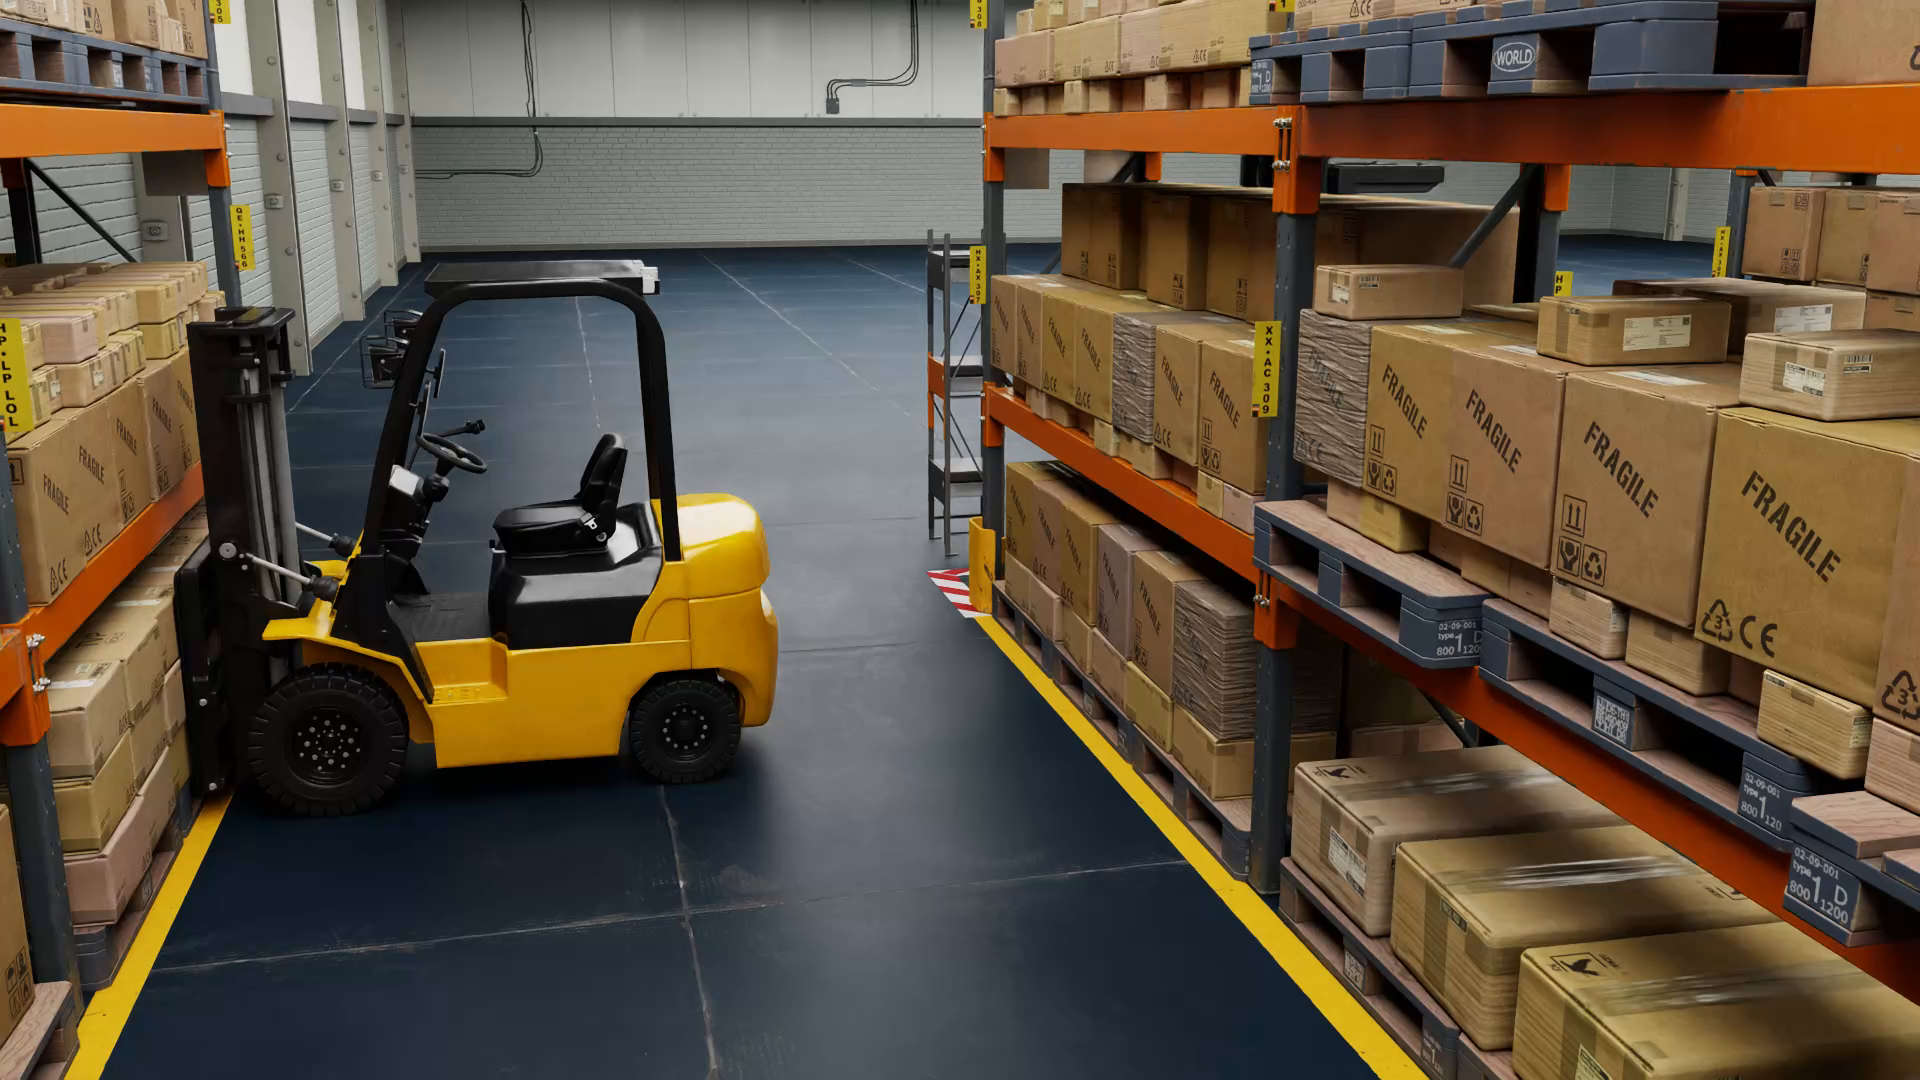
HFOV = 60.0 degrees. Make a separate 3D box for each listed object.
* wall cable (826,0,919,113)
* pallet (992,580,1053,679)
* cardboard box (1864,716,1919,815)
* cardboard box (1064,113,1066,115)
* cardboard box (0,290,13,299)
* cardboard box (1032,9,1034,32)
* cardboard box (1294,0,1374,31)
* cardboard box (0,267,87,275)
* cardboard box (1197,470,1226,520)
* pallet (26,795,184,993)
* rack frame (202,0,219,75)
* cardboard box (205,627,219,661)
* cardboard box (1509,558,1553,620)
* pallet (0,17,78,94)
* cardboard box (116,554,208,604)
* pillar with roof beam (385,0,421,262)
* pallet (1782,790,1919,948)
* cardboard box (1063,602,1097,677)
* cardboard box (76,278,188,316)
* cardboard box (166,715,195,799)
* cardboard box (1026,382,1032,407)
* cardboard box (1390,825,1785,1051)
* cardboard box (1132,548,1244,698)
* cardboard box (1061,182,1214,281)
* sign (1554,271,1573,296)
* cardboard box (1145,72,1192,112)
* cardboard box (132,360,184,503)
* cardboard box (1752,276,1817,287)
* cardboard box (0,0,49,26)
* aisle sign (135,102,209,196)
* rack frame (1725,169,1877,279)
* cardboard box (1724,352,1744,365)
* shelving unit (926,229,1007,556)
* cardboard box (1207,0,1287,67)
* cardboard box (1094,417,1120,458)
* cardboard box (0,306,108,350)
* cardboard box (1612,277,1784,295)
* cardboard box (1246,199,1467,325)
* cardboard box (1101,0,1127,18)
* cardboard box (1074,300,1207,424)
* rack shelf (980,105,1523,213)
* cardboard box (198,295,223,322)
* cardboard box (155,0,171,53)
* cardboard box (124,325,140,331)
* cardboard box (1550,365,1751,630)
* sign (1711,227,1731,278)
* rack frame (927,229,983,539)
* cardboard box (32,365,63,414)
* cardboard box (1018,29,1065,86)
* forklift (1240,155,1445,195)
[{"bbox_3d":[-2.125,-13.393,40.118,2.305,6.003,0.169,-3,14,-13],"label":"wall cable"},{"bbox_3d":[0.806,0.446,9.155,1.003,0.211,1.213,-3,14,-13],"label":"pallet"},{"bbox_3d":[1.918,0.414,3.056,0.380,0.149,0.250,-4,14,-16],"label":"cardboard box"},{"bbox_3d":[0.720,-2.120,7.994,0.380,0.149,0.250,-4,14,-15],"label":"cardboard box"},{"bbox_3d":[-3.985,-0.898,6.578,0.380,0.149,0.250,-3,14,-13],"label":"cardboard box"},{"bbox_3d":[0.592,-2.687,8.633,0.380,0.149,0.250,-3,14,-13],"label":"cardboard box"},{"bbox_3d":[1.319,-1.623,4.862,0.500,0.250,0.500,-4,14,-15],"label":"cardboard box"},{"bbox_3d":[-4.319,-1.191,7.779,0.380,0.149,0.250,-3,14,-11],"label":"cardboard box"},{"bbox_3d":[1.134,-0.185,6.391,0.380,0.149,0.250,-3,14,-12],"label":"cardboard box"},{"bbox_3d":[-3.399,1.254,5.849,1.003,0.211,1.213,-3,14,-13],"label":"pallet"},{"bbox_3d":[-4.192,-3.752,7.823,1.000,3.000,0.127,-3,14,-13],"label":"rack frame"},{"bbox_3d":[-3.411,0.496,6.932,0.500,0.250,0.500,-3,14,-13],"label":"cardboard box"},{"bbox_3d":[1.661,0.109,4.305,0.380,0.149,0.250,-3,14,-13],"label":"cardboard box"},{"bbox_3d":[-3.478,-1.524,5.212,1.003,0.211,1.213,-3,14,-13],"label":"pallet"},{"bbox_3d":[-3.415,0.248,6.894,0.500,0.250,0.500,-4,14,-14],"label":"cardboard box"},{"bbox_3d":[-7.766,-10.702,36.270,9.100,9.000,0.400,-3,14,-13],"label":"pillar with roof beam"},{"bbox_3d":[2.240,0.665,2.788,1.213,0.211,1.003,-3,14,-13],"label":"pallet"},{"bbox_3d":[0.806,0.462,8.126,0.500,0.250,0.500,-2,14,-9],"label":"cardboard box"},{"bbox_3d":[-3.572,-1.045,7.181,0.380,0.149,0.250,-3,14,-12],"label":"cardboard box"},{"bbox_3d":[-3.314,0.853,6.524,0.500,0.250,0.500,-3,14,-12],"label":"cardboard box"},{"bbox_3d":[0.567,-0.780,8.828,0.380,0.149,0.250,-4,14,-15],"label":"cardboard box"},{"bbox_3d":[1.869,1.167,4.983,0.950,0.372,0.625,-2,14,-10],"label":"cardboard box"},{"bbox_3d":[1.051,0.336,7.058,0.500,0.500,0.500,-3,14,-12],"label":"cardboard box"},{"bbox_3d":[0.964,-1.688,9.072,0.700,0.500,0.500,-4,14,-15],"label":"cardboard box"},{"bbox_3d":[2.110,-0.786,5.886,0.100,0.325,0.005,-3,14,-13],"label":"sign"},{"bbox_3d":[0.973,-1.821,6.771,0.380,0.149,0.250,-3,14,-12],"label":"cardboard box"},{"bbox_3d":[-3.459,-0.433,6.670,0.500,0.500,0.500,-3,14,-13],"label":"cardboard box"},{"bbox_3d":[5.551,-1.404,10.538,0.875,0.550,0.550,-3,14,-13],"label":"cardboard box"},{"bbox_3d":[-3.211,-1.787,5.192,0.500,0.311,0.500,-3,14,-12],"label":"cardboard box"},{"bbox_3d":[-3.922,-2.132,8.355,0.394,0.787,0.004,-3,14,-13],"label":"aisle sign"},{"bbox_3d":[5.420,-1.414,10.895,1.000,3.000,0.127,-3,14,-13],"label":"rack frame"},{"bbox_3d":[2.136,-0.262,4.456,0.500,0.500,0.500,-3,14,-11],"label":"cardboard box"},{"bbox_3d":[0.039,-0.982,11.022,0.431,2.100,0.503,-3,14,-13],"label":"shelving unit"},{"bbox_3d":[1.206,-1.808,5.877,0.500,0.250,0.500,-3,14,-14],"label":"cardboard box"},{"bbox_3d":[0.831,-0.480,7.599,0.380,0.149,0.250,-3,14,-13],"label":"cardboard box"},{"bbox_3d":[-3.305,-0.750,5.973,0.380,0.149,0.250,-4,14,-14],"label":"cardboard box"},{"bbox_3d":[2.074,-0.652,4.688,0.380,0.149,0.250,-4,14,-15],"label":"cardboard box"},{"bbox_3d":[1.580,-1.104,6.680,0.700,0.500,0.500,-3,14,-13],"label":"cardboard box"},{"bbox_3d":[0.828,-2.328,7.165,0.380,0.149,0.250,-3,14,-12],"label":"cardboard box"},{"bbox_3d":[0.847,-0.830,7.665,0.500,0.500,0.500,-4,14,-14],"label":"cardboard box"},{"bbox_3d":[1.102,-1.761,7.512,1.077,0.370,4.000,-3,14,-13],"label":"rack shelf"},{"bbox_3d":[-3.749,-1.080,7.948,0.380,0.149,0.250,-3,14,-12],"label":"cardboard box"},{"bbox_3d":[-3.643,-2.249,7.180,0.396,0.266,0.258,-3,14,-13],"label":"cardboard box"},{"bbox_3d":[-3.542,-0.780,6.720,0.380,0.149,0.250,-3,14,-14],"label":"cardboard box"},{"bbox_3d":[1.755,-0.117,3.863,0.500,0.500,0.500,-4,14,-15],"label":"cardboard box"},{"bbox_3d":[4.879,-1.844,10.662,0.100,0.325,0.005,-3,14,-13],"label":"sign"},{"bbox_3d":[-0.018,-1.038,11.252,0.400,2.100,0.015,-3,14,-13],"label":"rack frame"},{"bbox_3d":[-3.222,-0.485,5.514,0.380,0.149,0.250,-3,14,-13],"label":"cardboard box"},{"bbox_3d":[0.600,-2.396,8.284,0.500,0.250,0.500,-3,14,-14],"label":"cardboard box"},{"bbox_3d":[2.807,-1.674,12.104,3.031,2.935,1.130,-2,14,-8],"label":"forklift"}]
